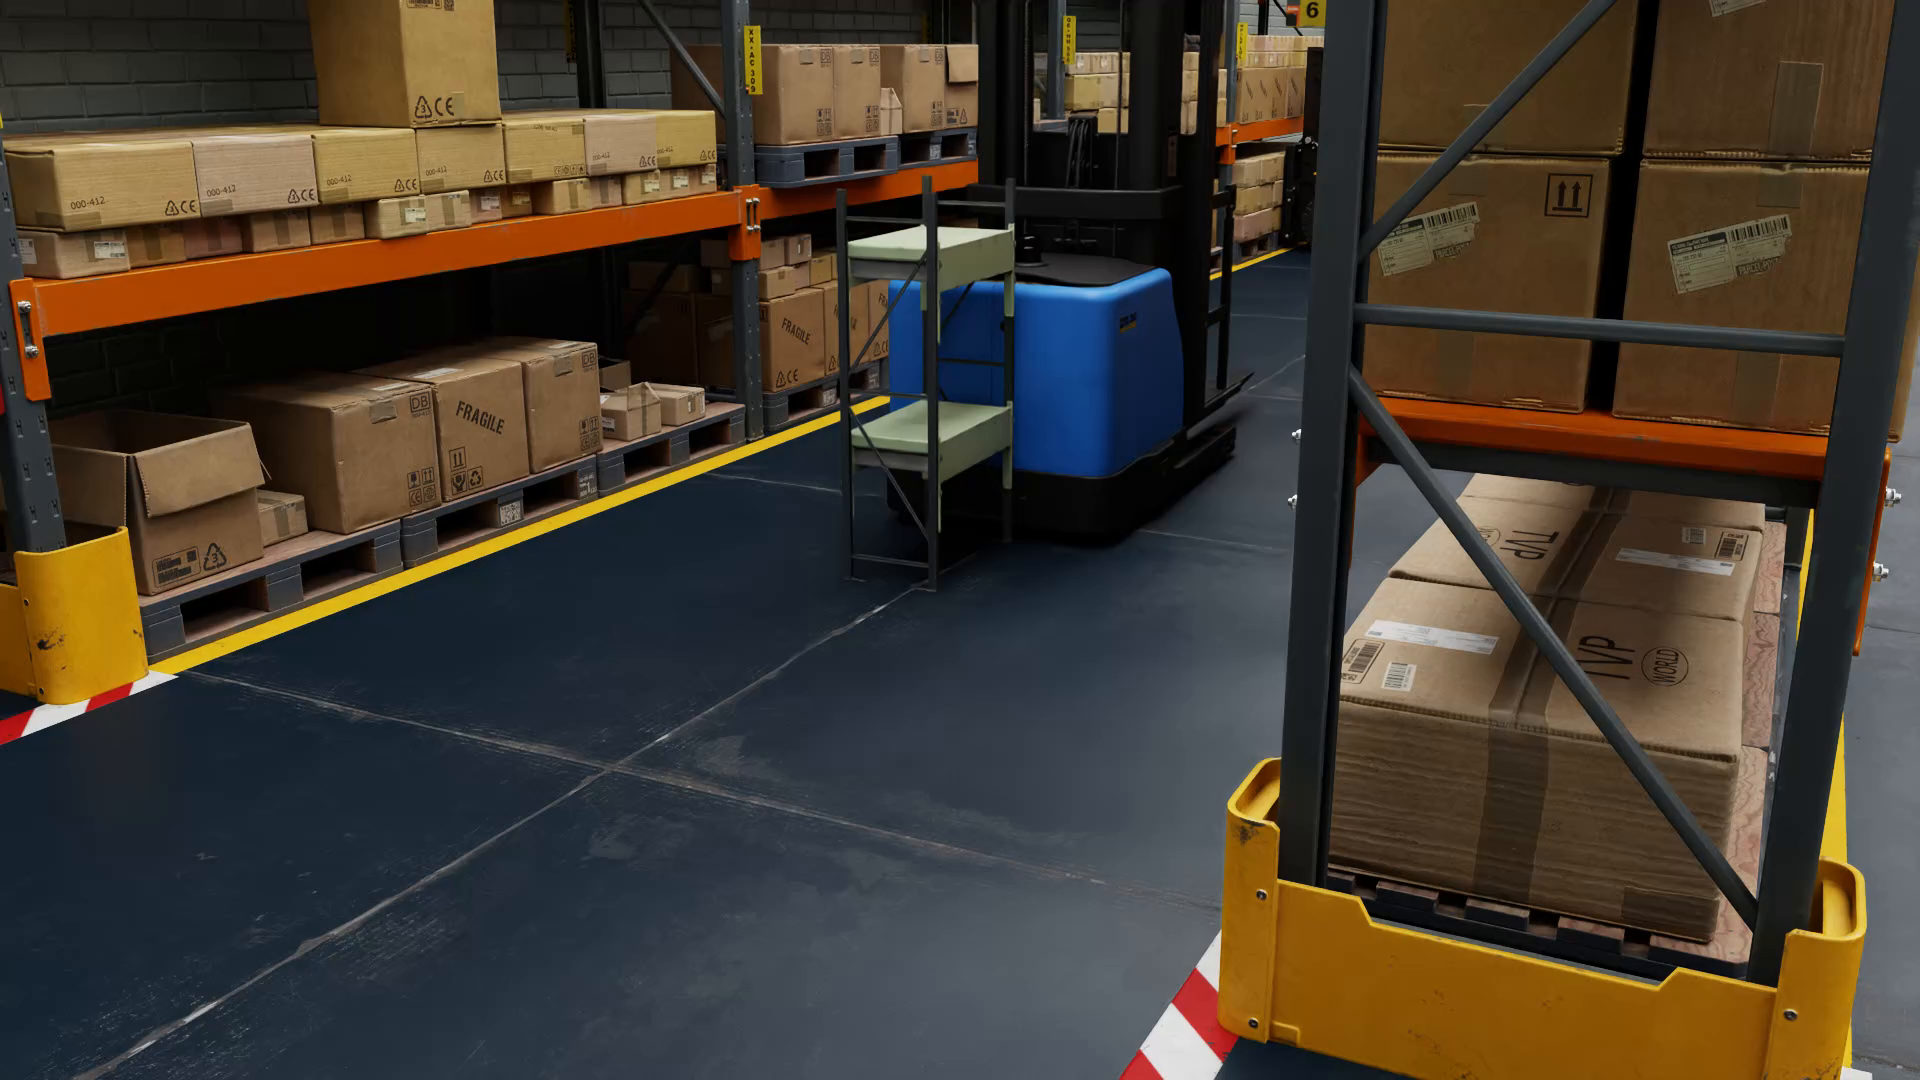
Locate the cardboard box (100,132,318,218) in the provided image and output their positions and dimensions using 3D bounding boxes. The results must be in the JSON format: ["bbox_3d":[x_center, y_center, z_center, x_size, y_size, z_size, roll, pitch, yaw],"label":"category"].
[{"bbox_3d":[-2.634,-1.287,5.831,0.500,0.250,0.500,8,18,26],"label":"cardboard box"}]

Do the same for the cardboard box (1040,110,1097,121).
[{"bbox_3d":[0.688,-3.055,12.304,0.500,0.250,0.500,8,18,26],"label":"cardboard box"}]

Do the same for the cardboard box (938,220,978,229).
[{"bbox_3d":[0.026,-2.066,11.224,0.380,0.149,0.250,7,18,24],"label":"cardboard box"}]

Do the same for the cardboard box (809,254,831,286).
[{"bbox_3d":[-0.958,-1.544,9.470,0.380,0.149,0.250,7,18,23],"label":"cardboard box"}]

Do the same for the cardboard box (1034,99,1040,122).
[{"bbox_3d":[0.321,-2.909,11.255,0.380,0.149,0.250,8,19,26],"label":"cardboard box"}]

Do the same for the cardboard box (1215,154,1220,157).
[{"bbox_3d":[2.319,-3.707,16.572,0.500,0.250,0.500,8,18,25],"label":"cardboard box"}]

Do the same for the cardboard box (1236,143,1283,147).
[{"bbox_3d":[3.242,-4.219,18.296,0.500,0.250,0.500,8,18,25],"label":"cardboard box"}]

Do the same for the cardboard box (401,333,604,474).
[{"bbox_3d":[-2.064,-0.631,7.533,0.700,0.500,0.500,7,18,23],"label":"cardboard box"}]

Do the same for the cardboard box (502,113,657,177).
[{"bbox_3d":[-1.736,-1.806,7.578,0.500,0.250,0.500,8,18,26],"label":"cardboard box"}]

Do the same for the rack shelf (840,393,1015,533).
[{"bbox_3d":[-0.117,-0.322,6.619,0.431,0.370,0.720,7,18,23],"label":"rack shelf"}]

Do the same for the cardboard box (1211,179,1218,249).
[{"bbox_3d":[1.836,-2.992,15.263,0.875,0.625,0.625,9,19,28],"label":"cardboard box"}]

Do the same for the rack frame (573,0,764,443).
[{"bbox_3d":[-1.516,-2.026,8.576,1.000,3.000,0.127,8,18,25],"label":"rack frame"}]

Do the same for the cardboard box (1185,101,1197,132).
[{"bbox_3d":[1.848,-3.701,14.481,0.500,0.250,0.500,8,18,25],"label":"cardboard box"}]

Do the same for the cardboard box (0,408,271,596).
[{"bbox_3d":[-2.945,-0.155,5.926,0.797,0.503,0.637,7,18,23],"label":"cardboard box"}]

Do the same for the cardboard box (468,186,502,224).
[{"bbox_3d":[-2.138,-1.401,6.915,0.380,0.149,0.250,8,18,25],"label":"cardboard box"}]

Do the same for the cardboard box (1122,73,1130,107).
[{"bbox_3d":[1.163,-3.553,13.103,0.500,0.250,0.500,8,18,24],"label":"cardboard box"}]

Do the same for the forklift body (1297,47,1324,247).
[{"bbox_3d":[4.631,-3.960,16.581,2.313,2.155,1.214,8,18,25],"label":"forklift body"}]

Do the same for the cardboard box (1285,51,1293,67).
[{"bbox_3d":[3.145,-4.861,16.809,0.380,0.149,0.250,8,18,24],"label":"cardboard box"}]

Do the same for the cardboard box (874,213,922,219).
[{"bbox_3d":[-0.383,-2.201,11.681,0.380,0.149,0.250,9,19,27],"label":"cardboard box"}]

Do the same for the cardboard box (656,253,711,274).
[{"bbox_3d":[-1.496,-1.538,9.447,0.380,0.149,0.250,8,18,25],"label":"cardboard box"}]

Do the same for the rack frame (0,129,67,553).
[{"bbox_3d":[-3.303,-1.007,5.146,1.000,3.000,0.127,8,18,25],"label":"rack frame"}]

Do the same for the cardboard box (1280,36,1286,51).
[{"bbox_3d":[3.067,-5.012,16.795,0.380,0.149,0.250,8,18,26],"label":"cardboard box"}]

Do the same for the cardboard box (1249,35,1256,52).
[{"bbox_3d":[2.609,-4.753,15.920,0.380,0.149,0.250,8,18,24],"label":"cardboard box"}]

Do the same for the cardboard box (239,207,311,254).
[{"bbox_3d":[-2.584,-1.134,6.015,0.380,0.149,0.250,9,19,27],"label":"cardboard box"}]

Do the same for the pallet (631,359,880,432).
[{"bbox_3d":[-1.186,-0.901,9.687,1.003,0.211,1.213,8,18,25],"label":"pallet"}]

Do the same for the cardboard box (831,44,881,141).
[{"bbox_3d":[-0.868,-2.502,9.266,0.700,0.500,0.500,8,18,26],"label":"cardboard box"}]

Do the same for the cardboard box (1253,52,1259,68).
[{"bbox_3d":[2.642,-4.606,15.949,0.380,0.149,0.250,8,18,25],"label":"cardboard box"}]

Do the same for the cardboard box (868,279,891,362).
[{"bbox_3d":[-0.642,-1.387,10.078,0.500,0.500,0.500,8,18,24],"label":"cardboard box"}]

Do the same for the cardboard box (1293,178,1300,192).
[{"bbox_3d":[3.236,-3.654,17.272,0.500,0.250,0.500,8,18,25],"label":"cardboard box"}]

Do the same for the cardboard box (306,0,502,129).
[{"bbox_3d":[-2.189,-1.900,6.579,0.500,0.500,0.500,9,19,27],"label":"cardboard box"}]

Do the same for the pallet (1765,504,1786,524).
[{"bbox_3d":[3.204,-0.265,7.545,1.003,0.211,1.213,8,18,25],"label":"pallet"}]

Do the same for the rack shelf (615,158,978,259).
[{"bbox_3d":[-0.622,-2.190,10.394,1.077,0.370,4.000,8,18,25],"label":"rack shelf"}]

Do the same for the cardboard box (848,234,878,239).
[{"bbox_3d":[-0.496,-1.810,10.364,0.380,0.149,0.250,8,18,26],"label":"cardboard box"}]

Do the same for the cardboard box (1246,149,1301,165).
[{"bbox_3d":[3.247,-3.899,17.220,0.500,0.250,0.500,8,18,24],"label":"cardboard box"}]

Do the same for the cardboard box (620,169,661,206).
[{"bbox_3d":[-1.624,-1.654,7.765,0.380,0.149,0.250,9,19,27],"label":"cardboard box"}]

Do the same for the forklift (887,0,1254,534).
[{"bbox_3d":[0.747,-1.804,7.950,1.130,2.935,3.031,7,18,23],"label":"forklift"}]

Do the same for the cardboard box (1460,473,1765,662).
[{"bbox_3d":[2.150,0.006,5.498,0.875,0.438,0.875,8,18,24],"label":"cardboard box"}]

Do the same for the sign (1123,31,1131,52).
[{"bbox_3d":[1.562,-4.587,15.539,0.100,0.325,0.005,8,18,25],"label":"sign"}]

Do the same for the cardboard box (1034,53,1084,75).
[{"bbox_3d":[0.677,-3.447,12.047,0.380,0.149,0.250,9,19,27],"label":"cardboard box"}]

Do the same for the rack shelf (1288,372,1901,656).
[{"bbox_3d":[2.033,-0.541,4.841,1.077,0.370,4.000,8,18,25],"label":"rack shelf"}]

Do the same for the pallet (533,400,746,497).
[{"bbox_3d":[-1.824,-0.514,8.385,1.003,0.211,1.213,8,18,25],"label":"pallet"}]

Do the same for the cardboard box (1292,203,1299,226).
[{"bbox_3d":[3.245,-3.419,17.358,0.500,0.250,0.500,9,19,27],"label":"cardboard box"}]

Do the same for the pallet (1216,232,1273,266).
[{"bbox_3d":[2.452,-2.924,16.498,1.003,0.211,1.213,8,18,25],"label":"pallet"}]

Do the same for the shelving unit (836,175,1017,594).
[{"bbox_3d":[-0.117,-0.634,6.526,0.431,1.500,0.755,7,18,23],"label":"shelving unit"}]

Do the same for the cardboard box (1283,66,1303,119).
[{"bbox_3d":[3.178,-4.581,17.002,0.500,0.500,0.500,8,18,26],"label":"cardboard box"}]

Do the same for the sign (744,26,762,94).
[{"bbox_3d":[-1.027,-2.374,8.227,0.100,0.325,0.005,8,18,25],"label":"sign"}]

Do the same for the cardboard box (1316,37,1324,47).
[{"bbox_3d":[3.700,-5.329,17.860,0.380,0.149,0.250,9,19,27],"label":"cardboard box"}]

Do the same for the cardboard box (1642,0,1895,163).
[{"bbox_3d":[1.608,-0.990,3.156,0.500,0.500,0.500,8,18,24],"label":"cardboard box"}]

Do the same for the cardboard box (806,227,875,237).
[{"bbox_3d":[-0.770,-1.929,10.765,0.380,0.149,0.250,8,18,26],"label":"cardboard box"}]

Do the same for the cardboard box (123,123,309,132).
[{"bbox_3d":[-2.878,-1.485,6.498,0.500,0.250,0.500,9,19,27],"label":"cardboard box"}]

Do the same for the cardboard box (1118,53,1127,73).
[{"bbox_3d":[1.079,-3.720,12.966,0.380,0.149,0.250,8,18,26],"label":"cardboard box"}]
